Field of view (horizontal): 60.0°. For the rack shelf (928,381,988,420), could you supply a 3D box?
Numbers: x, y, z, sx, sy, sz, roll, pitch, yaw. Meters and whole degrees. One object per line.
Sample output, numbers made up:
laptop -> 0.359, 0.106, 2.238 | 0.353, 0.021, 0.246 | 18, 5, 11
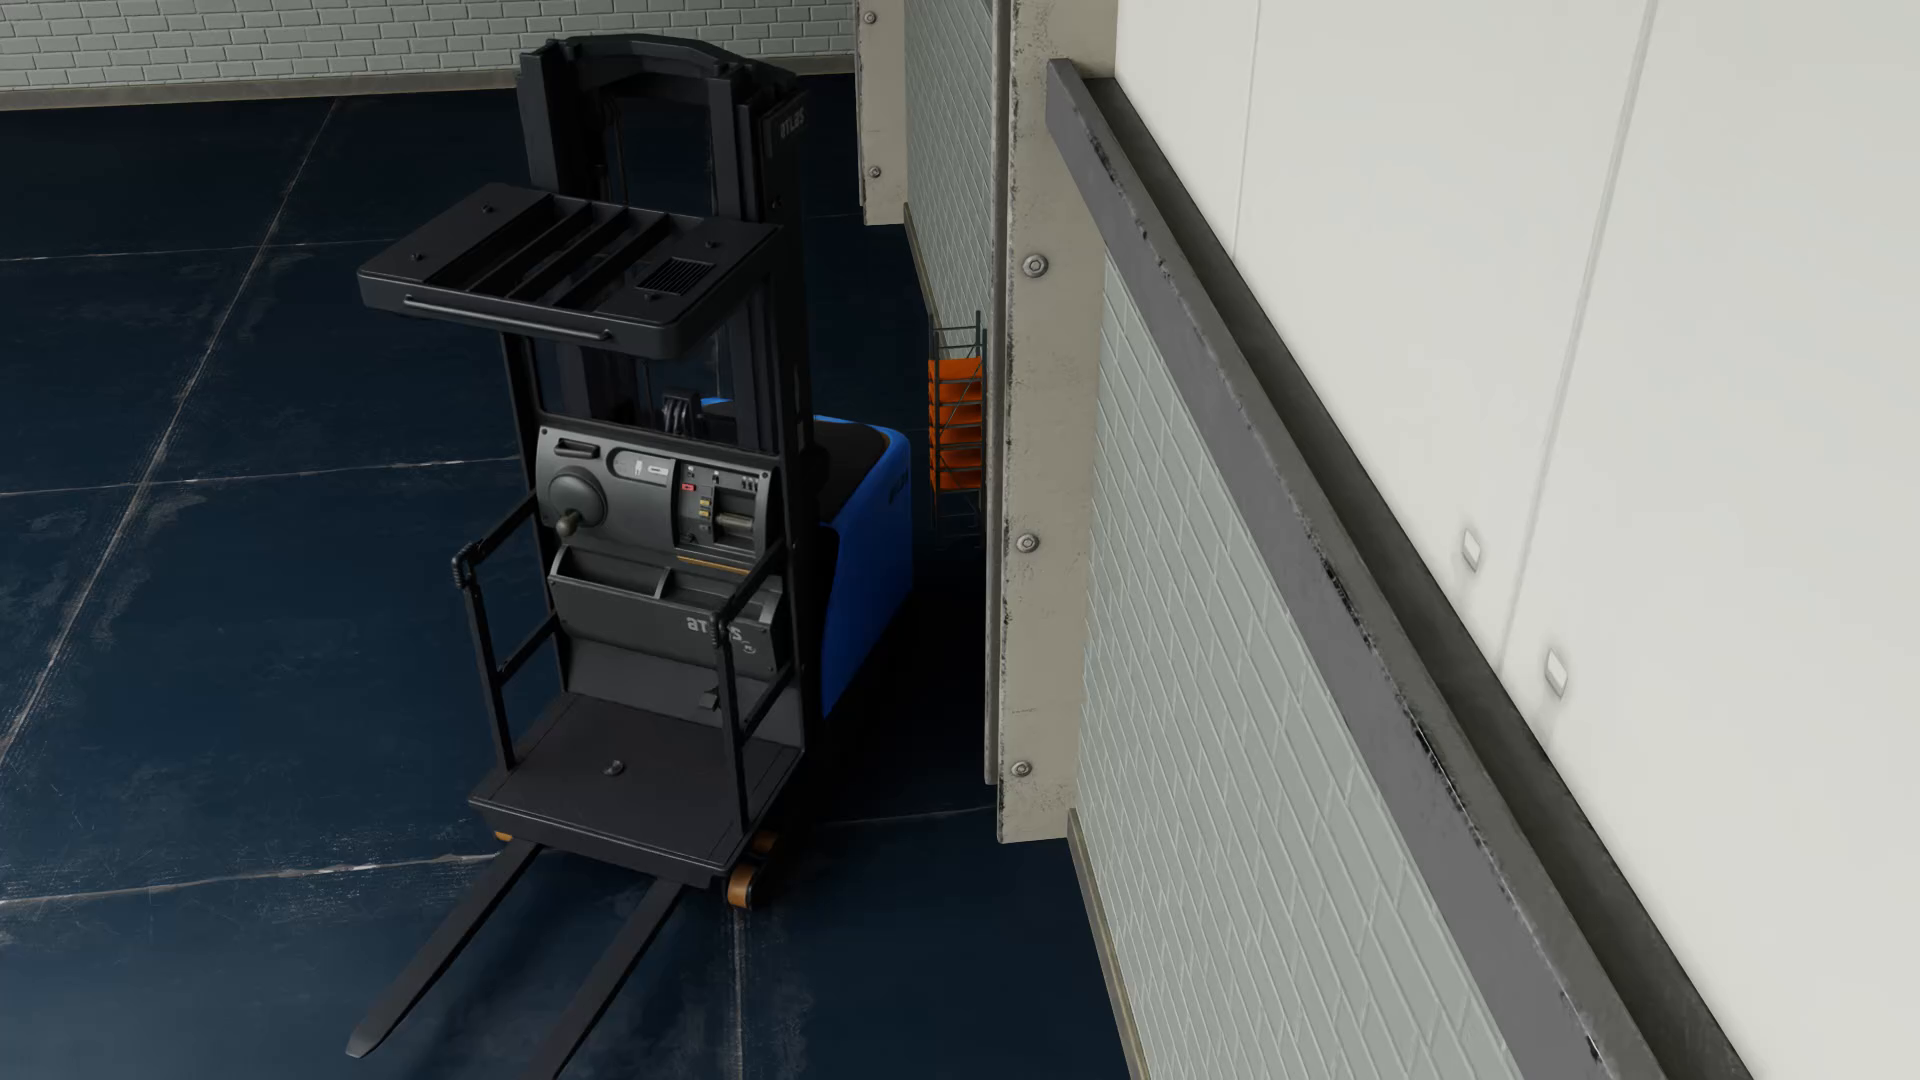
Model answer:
rack shelf -> -0.011, -0.664, 7.811 | 0.258, 0.103, 0.180 | -5, 35, -7

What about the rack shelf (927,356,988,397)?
rack shelf -> -0.011, -0.763, 7.743 | 0.258, 0.103, 0.180 | -5, 35, -7

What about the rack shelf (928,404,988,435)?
rack shelf -> -0.011, -0.564, 7.879 | 0.258, 0.103, 0.180 | -5, 35, -7

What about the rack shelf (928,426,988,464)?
rack shelf -> -0.011, -0.465, 7.946 | 0.258, 0.103, 0.180 | -5, 35, -7

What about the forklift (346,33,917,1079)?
forklift -> -1.172, -0.096, 5.788 | 1.130, 2.935, 3.031 | 11, 36, 16

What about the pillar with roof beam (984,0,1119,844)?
pillar with roof beam -> -3.988, -2.327, 3.674 | 9.100, 9.000, 0.400 | -4, 35, -6

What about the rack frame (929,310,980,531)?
rack frame -> -0.025, -0.553, 7.996 | 0.240, 1.200, 0.006 | -5, 35, -7

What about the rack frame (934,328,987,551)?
rack frame -> 0.003, -0.451, 7.846 | 0.240, 1.200, 0.006 | -5, 35, -7

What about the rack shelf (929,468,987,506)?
rack shelf -> -0.011, -0.267, 8.081 | 0.258, 0.103, 0.180 | -5, 35, -7

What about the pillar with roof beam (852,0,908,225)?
pillar with roof beam -> -4.795, -5.675, 8.587 | 9.100, 9.000, 0.400 | -4, 35, -6

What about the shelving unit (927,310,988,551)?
shelving unit -> -0.011, -0.502, 7.921 | 0.258, 1.200, 0.189 | -5, 35, -7

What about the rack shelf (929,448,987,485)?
rack shelf -> -0.011, -0.366, 8.014 | 0.258, 0.103, 0.180 | -5, 35, -7
